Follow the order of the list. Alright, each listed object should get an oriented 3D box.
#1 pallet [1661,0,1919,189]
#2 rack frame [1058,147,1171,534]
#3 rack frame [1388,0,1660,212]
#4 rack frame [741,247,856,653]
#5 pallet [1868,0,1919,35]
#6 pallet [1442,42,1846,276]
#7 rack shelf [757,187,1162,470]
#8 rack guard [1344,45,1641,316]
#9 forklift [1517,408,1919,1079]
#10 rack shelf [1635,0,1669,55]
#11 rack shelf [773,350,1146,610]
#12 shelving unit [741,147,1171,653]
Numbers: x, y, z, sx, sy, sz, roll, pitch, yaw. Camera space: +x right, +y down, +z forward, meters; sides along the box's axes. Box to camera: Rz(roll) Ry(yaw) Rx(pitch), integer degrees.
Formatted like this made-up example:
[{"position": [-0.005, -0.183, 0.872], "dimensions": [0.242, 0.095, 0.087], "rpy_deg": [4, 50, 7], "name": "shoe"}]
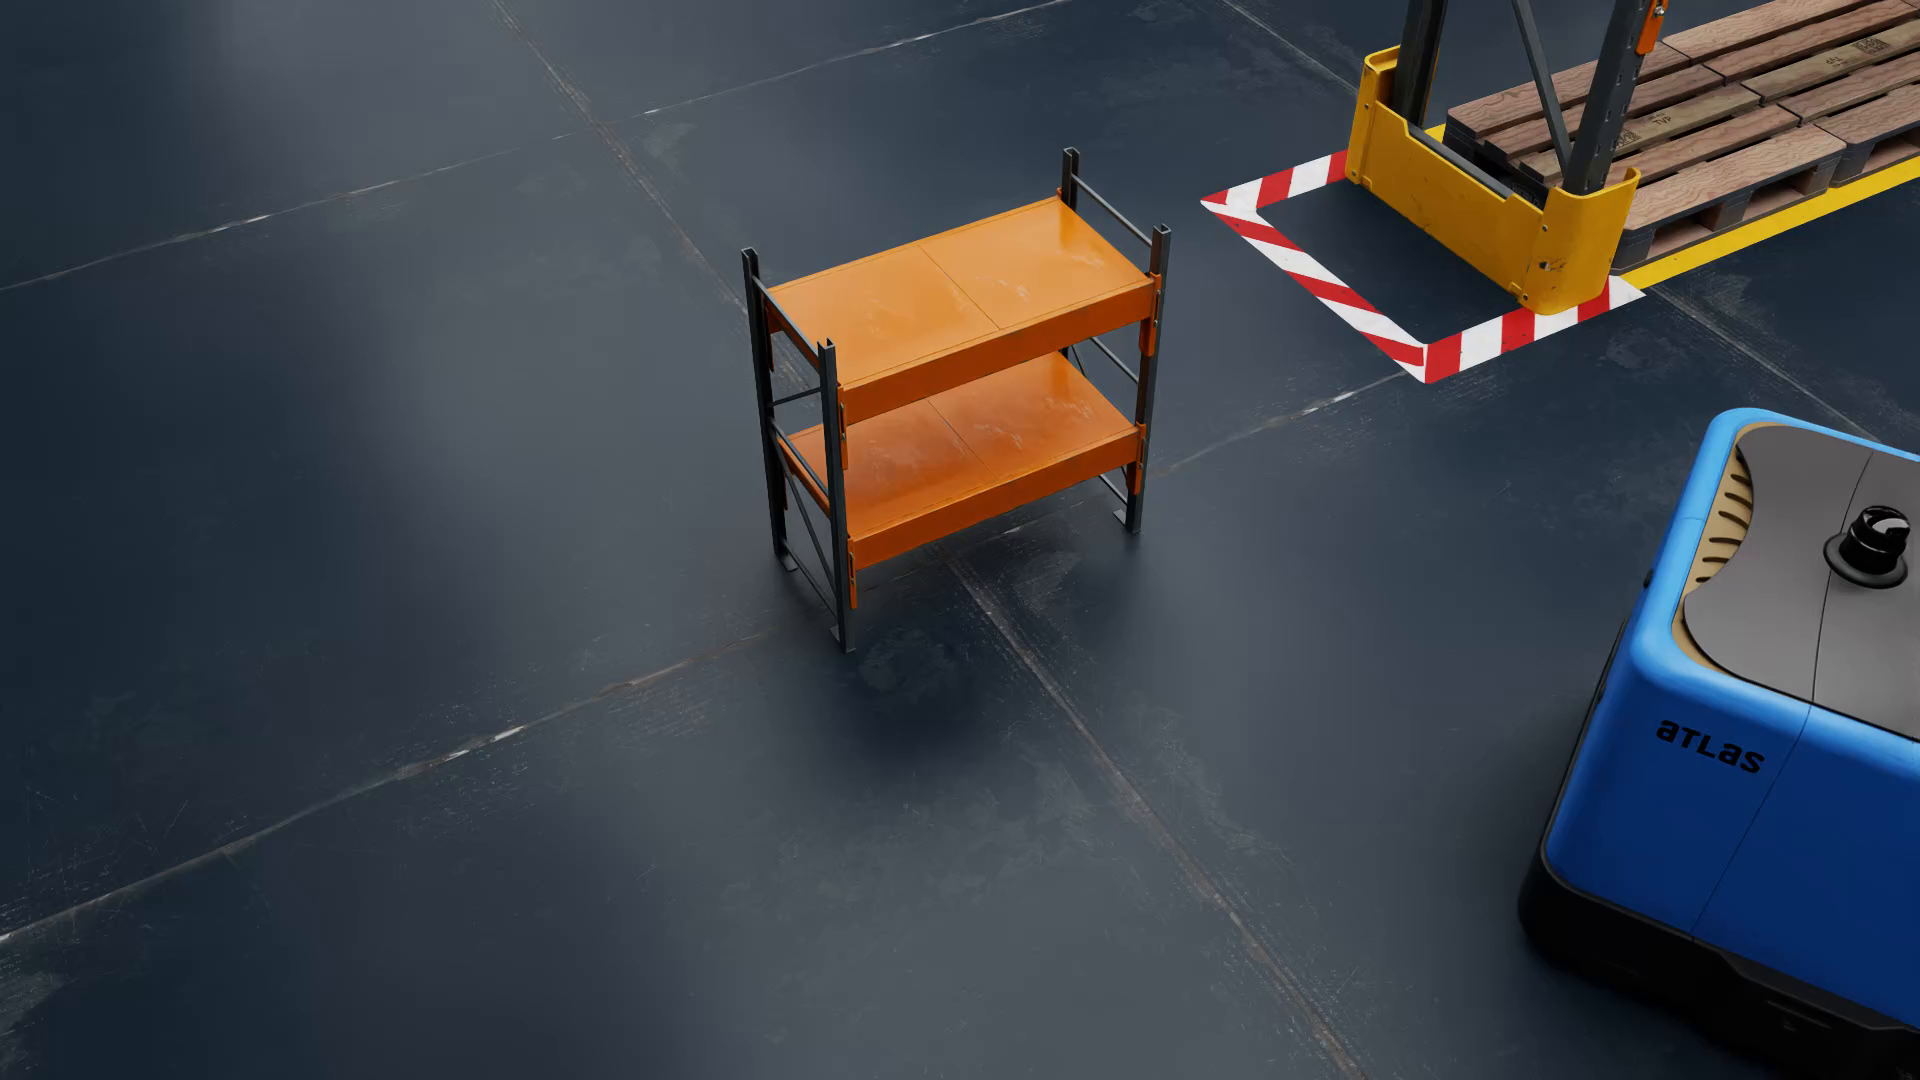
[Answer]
[{"position": [3.791, -1.994, 7.153], "dimensions": [1.213, 0.211, 1.003], "rpy_deg": [-22, 48, -21], "name": "pallet"}, {"position": [0.435, -0.578, 5.038], "dimensions": [0.032, 1.125, 0.500], "rpy_deg": [-22, 48, -21], "name": "rack frame"}, {"position": [2.000, -2.311, 5.478], "dimensions": [0.127, 3.000, 1.000], "rpy_deg": [-22, 48, -21], "name": "rack frame"}, {"position": [-0.447, -0.225, 4.674], "dimensions": [0.032, 1.125, 0.500], "rpy_deg": [-22, 48, -21], "name": "rack frame"}, {"position": [4.850, -2.420, 7.592], "dimensions": [1.213, 0.211, 1.003], "rpy_deg": [-22, 48, -21], "name": "pallet"}, {"position": [2.734, -1.573, 6.720], "dimensions": [1.213, 0.211, 1.003], "rpy_deg": [-22, 48, -21], "name": "pallet"}, {"position": [-0.006, -0.611, 4.652], "dimensions": [1.000, 0.278, 0.538], "rpy_deg": [-22, 48, -21], "name": "rack shelf"}, {"position": [1.985, -1.398, 6.332], "dimensions": [0.348, 0.500, 1.175], "rpy_deg": [-22, 48, -21], "name": "rack guard"}, {"position": [2.942, 0.165, 2.975], "dimensions": [3.031, 2.935, 1.130], "rpy_deg": [21, 48, 20], "name": "forklift"}, {"position": [3.734, -2.747, 6.443], "dimensions": [4.000, 0.370, 1.077], "rpy_deg": [-22, 48, -21], "name": "rack shelf"}, {"position": [-0.006, -0.226, 5.026], "dimensions": [1.000, 0.278, 0.538], "rpy_deg": [-22, 48, -21], "name": "rack shelf"}, {"position": [-0.006, -0.401, 4.856], "dimensions": [1.048, 1.125, 0.538], "rpy_deg": [-22, 48, -21], "name": "shelving unit"}]
